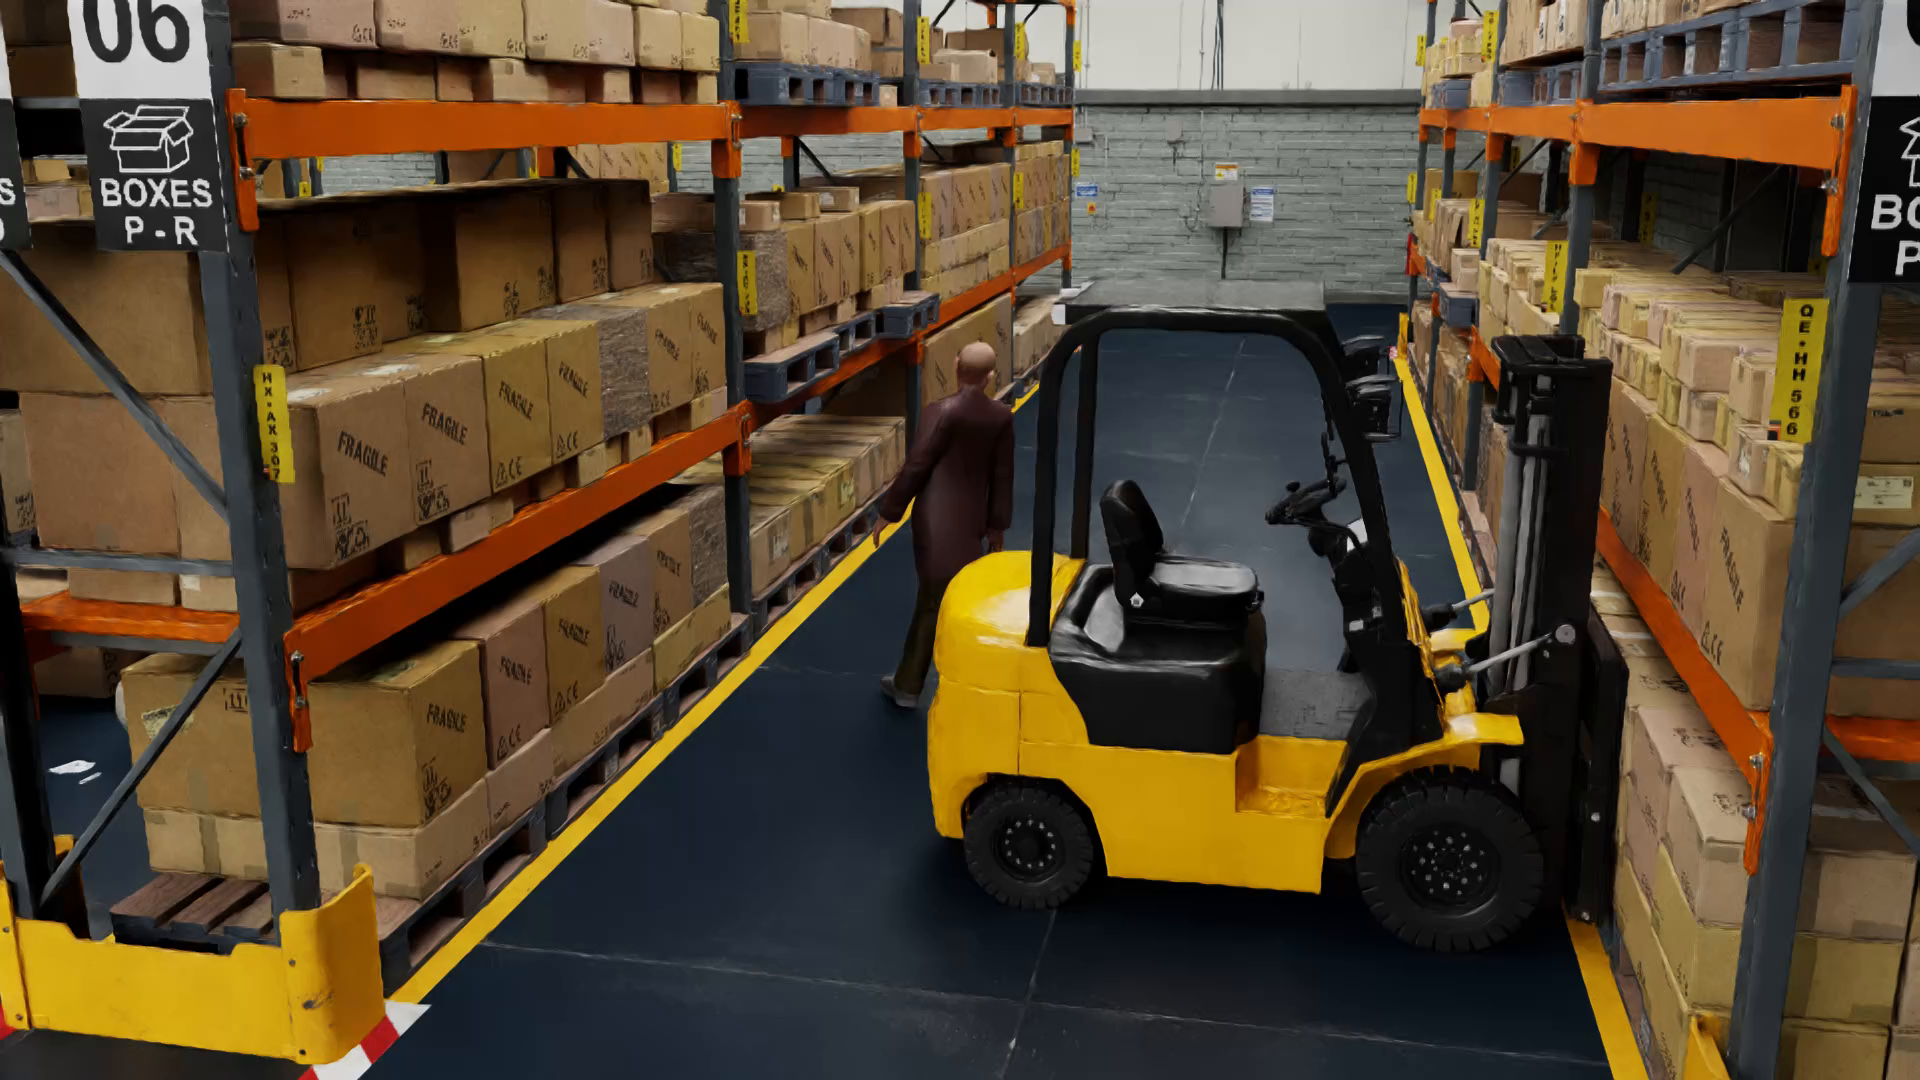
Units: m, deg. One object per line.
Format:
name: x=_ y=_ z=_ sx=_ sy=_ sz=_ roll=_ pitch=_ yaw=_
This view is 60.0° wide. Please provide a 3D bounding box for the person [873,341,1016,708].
person: x=-0.051 y=-0.062 z=7.833 sx=0.746 sy=1.740 sz=0.613 roll=9 pitch=17 yaw=30
